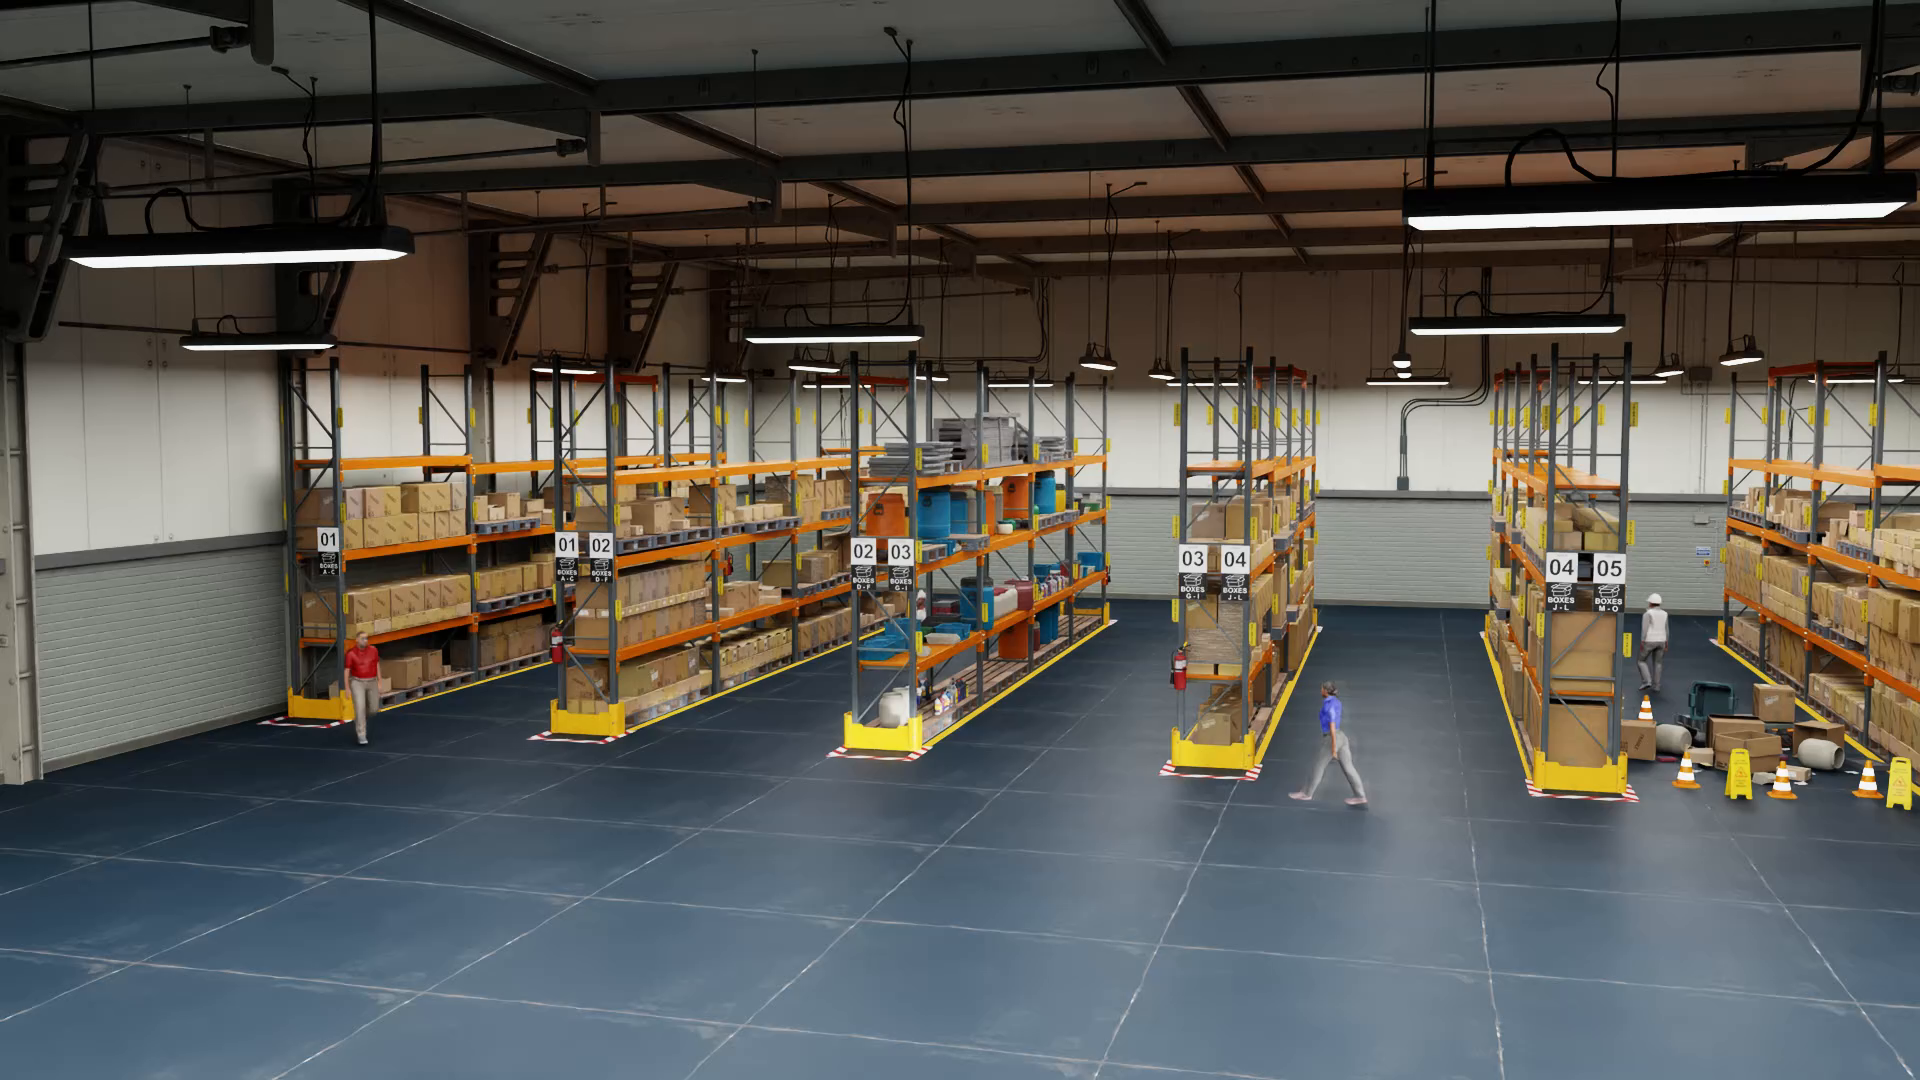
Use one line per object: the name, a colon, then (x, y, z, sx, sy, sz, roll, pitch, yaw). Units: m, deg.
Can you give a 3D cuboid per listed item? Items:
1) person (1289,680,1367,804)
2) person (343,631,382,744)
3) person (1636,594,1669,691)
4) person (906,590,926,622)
person: (4.792, 2.600, 21.541, 1.005, 1.581, 0.495, 3, 5, 33)
person: (-9.246, 2.247, 25.745, 0.592, 1.700, 0.831, -4, 6, -42)
person: (12.742, 1.885, 30.552, 0.567, 1.800, 0.389, -1, 4, -11)
person: (-0.777, 1.695, 30.886, 0.616, 1.524, 1.058, 3, 5, 33)
